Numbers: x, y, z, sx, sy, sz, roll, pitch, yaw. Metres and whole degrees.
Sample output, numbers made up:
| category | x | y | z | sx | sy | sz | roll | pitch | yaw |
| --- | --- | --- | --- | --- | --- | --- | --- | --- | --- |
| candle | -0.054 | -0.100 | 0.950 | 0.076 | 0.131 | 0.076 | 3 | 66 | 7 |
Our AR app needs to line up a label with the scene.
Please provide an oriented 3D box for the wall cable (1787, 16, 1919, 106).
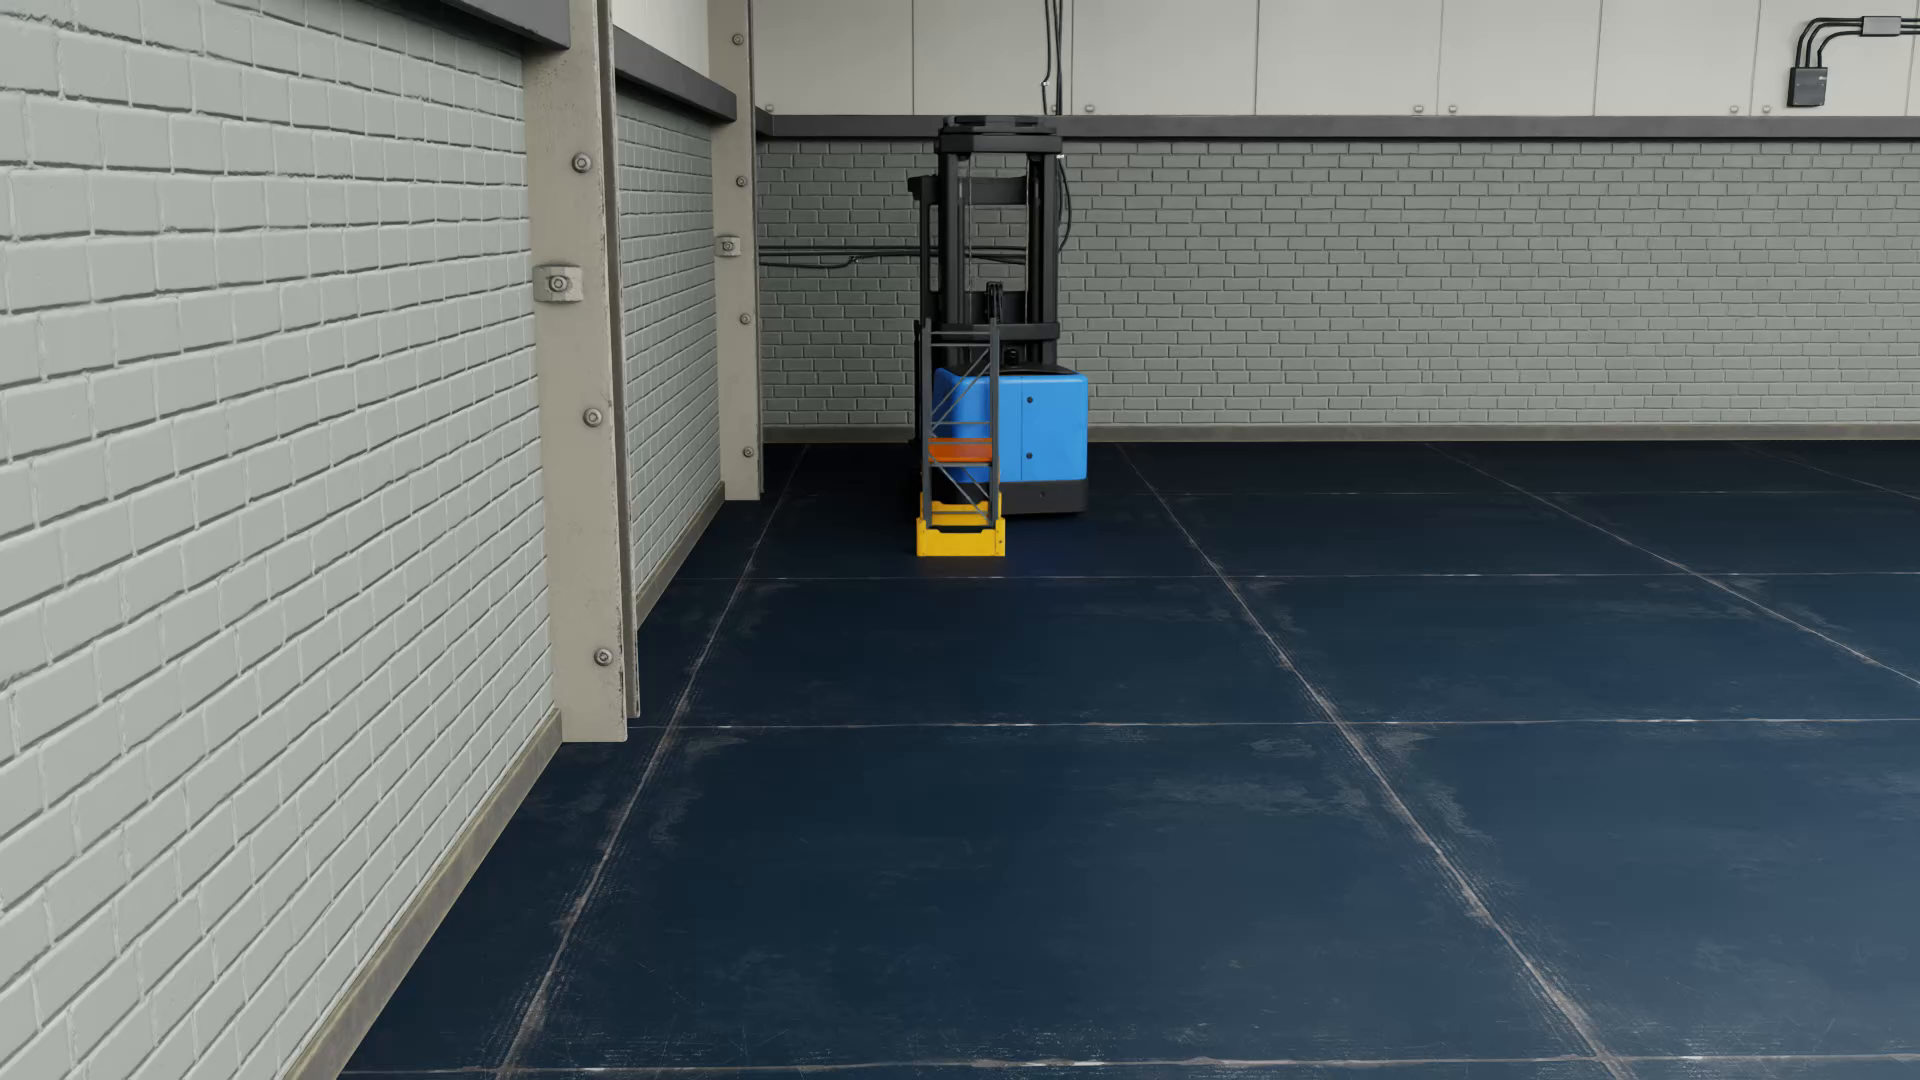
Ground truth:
| category | x | y | z | sx | sy | sz | roll | pitch | yaw |
| --- | --- | --- | --- | --- | --- | --- | --- | --- | --- |
| wall cable | 9.013 | -7.058 | 15.164 | 2.305 | 6.003 | 0.169 | 0 | 11 | -1 |

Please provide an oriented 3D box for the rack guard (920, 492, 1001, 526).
| category | x | y | z | sx | sy | sz | roll | pitch | yaw |
| --- | --- | --- | --- | --- | --- | --- | --- | --- | --- |
| rack guard | 0.005 | -0.217 | 11.998 | 0.587 | 0.250 | 0.087 | 0 | 11 | 0 |

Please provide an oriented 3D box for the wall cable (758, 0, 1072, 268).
| category | x | y | z | sx | sy | sz | roll | pitch | yaw |
| --- | --- | --- | --- | --- | --- | --- | --- | --- | --- |
| wall cable | -0.478 | -3.834 | 15.634 | 3.097 | 2.526 | 0.112 | 0 | 11 | -1 |

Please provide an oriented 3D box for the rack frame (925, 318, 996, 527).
| category | x | y | z | sx | sy | sz | roll | pitch | yaw |
| --- | --- | --- | --- | --- | --- | --- | --- | --- | --- |
| rack frame | 0.005 | -0.833 | 11.893 | 0.500 | 1.500 | 0.032 | 0 | 11 | 0 |

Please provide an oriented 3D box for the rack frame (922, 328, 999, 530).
| category | x | y | z | sx | sy | sz | roll | pitch | yaw |
| --- | --- | --- | --- | --- | --- | --- | --- | --- | --- |
| rack frame | 0.004 | -0.631 | 10.897 | 0.500 | 1.500 | 0.032 | 0 | 11 | 0 |

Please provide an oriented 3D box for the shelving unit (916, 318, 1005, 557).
| category | x | y | z | sx | sy | sz | roll | pitch | yaw |
| --- | --- | --- | --- | --- | --- | --- | --- | --- | --- |
| shelving unit | 0.004 | -0.730 | 11.386 | 0.587 | 1.500 | 1.083 | 0 | 11 | 0 |

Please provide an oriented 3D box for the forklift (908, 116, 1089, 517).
| category | x | y | z | sx | sy | sz | roll | pitch | yaw |
| --- | --- | --- | --- | --- | --- | --- | --- | --- | --- |
| forklift | 0.184 | -1.851 | 13.313 | 1.130 | 2.935 | 3.031 | -2 | 12 | -10 |

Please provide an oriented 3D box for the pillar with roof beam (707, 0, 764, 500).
| category | x | y | z | sx | sy | sz | roll | pitch | yaw |
| --- | --- | --- | --- | --- | --- | --- | --- | --- | --- |
| pillar with roof beam | 2.565 | -4.782 | 12.499 | 9.100 | 9.000 | 0.400 | 0 | 11 | -1 |

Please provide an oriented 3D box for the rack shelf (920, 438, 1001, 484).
| category | x | y | z | sx | sy | sz | roll | pitch | yaw |
| --- | --- | --- | --- | --- | --- | --- | --- | --- | --- |
| rack shelf | 0.004 | -0.556 | 11.431 | 0.538 | 0.185 | 1.000 | 0 | 11 | 0 |

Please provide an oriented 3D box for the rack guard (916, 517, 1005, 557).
| category | x | y | z | sx | sy | sz | roll | pitch | yaw |
| --- | --- | --- | --- | --- | --- | --- | --- | --- | --- |
| rack guard | 0.004 | -0.019 | 11.022 | 0.587 | 0.250 | 0.087 | 0 | 11 | 0 |

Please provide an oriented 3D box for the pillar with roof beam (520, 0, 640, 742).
| category | x | y | z | sx | sy | sz | roll | pitch | yaw |
| --- | --- | --- | --- | --- | --- | --- | --- | --- | --- |
| pillar with roof beam | 2.689 | -3.590 | 6.620 | 9.100 | 9.000 | 0.400 | 0 | 11 | -1 |
